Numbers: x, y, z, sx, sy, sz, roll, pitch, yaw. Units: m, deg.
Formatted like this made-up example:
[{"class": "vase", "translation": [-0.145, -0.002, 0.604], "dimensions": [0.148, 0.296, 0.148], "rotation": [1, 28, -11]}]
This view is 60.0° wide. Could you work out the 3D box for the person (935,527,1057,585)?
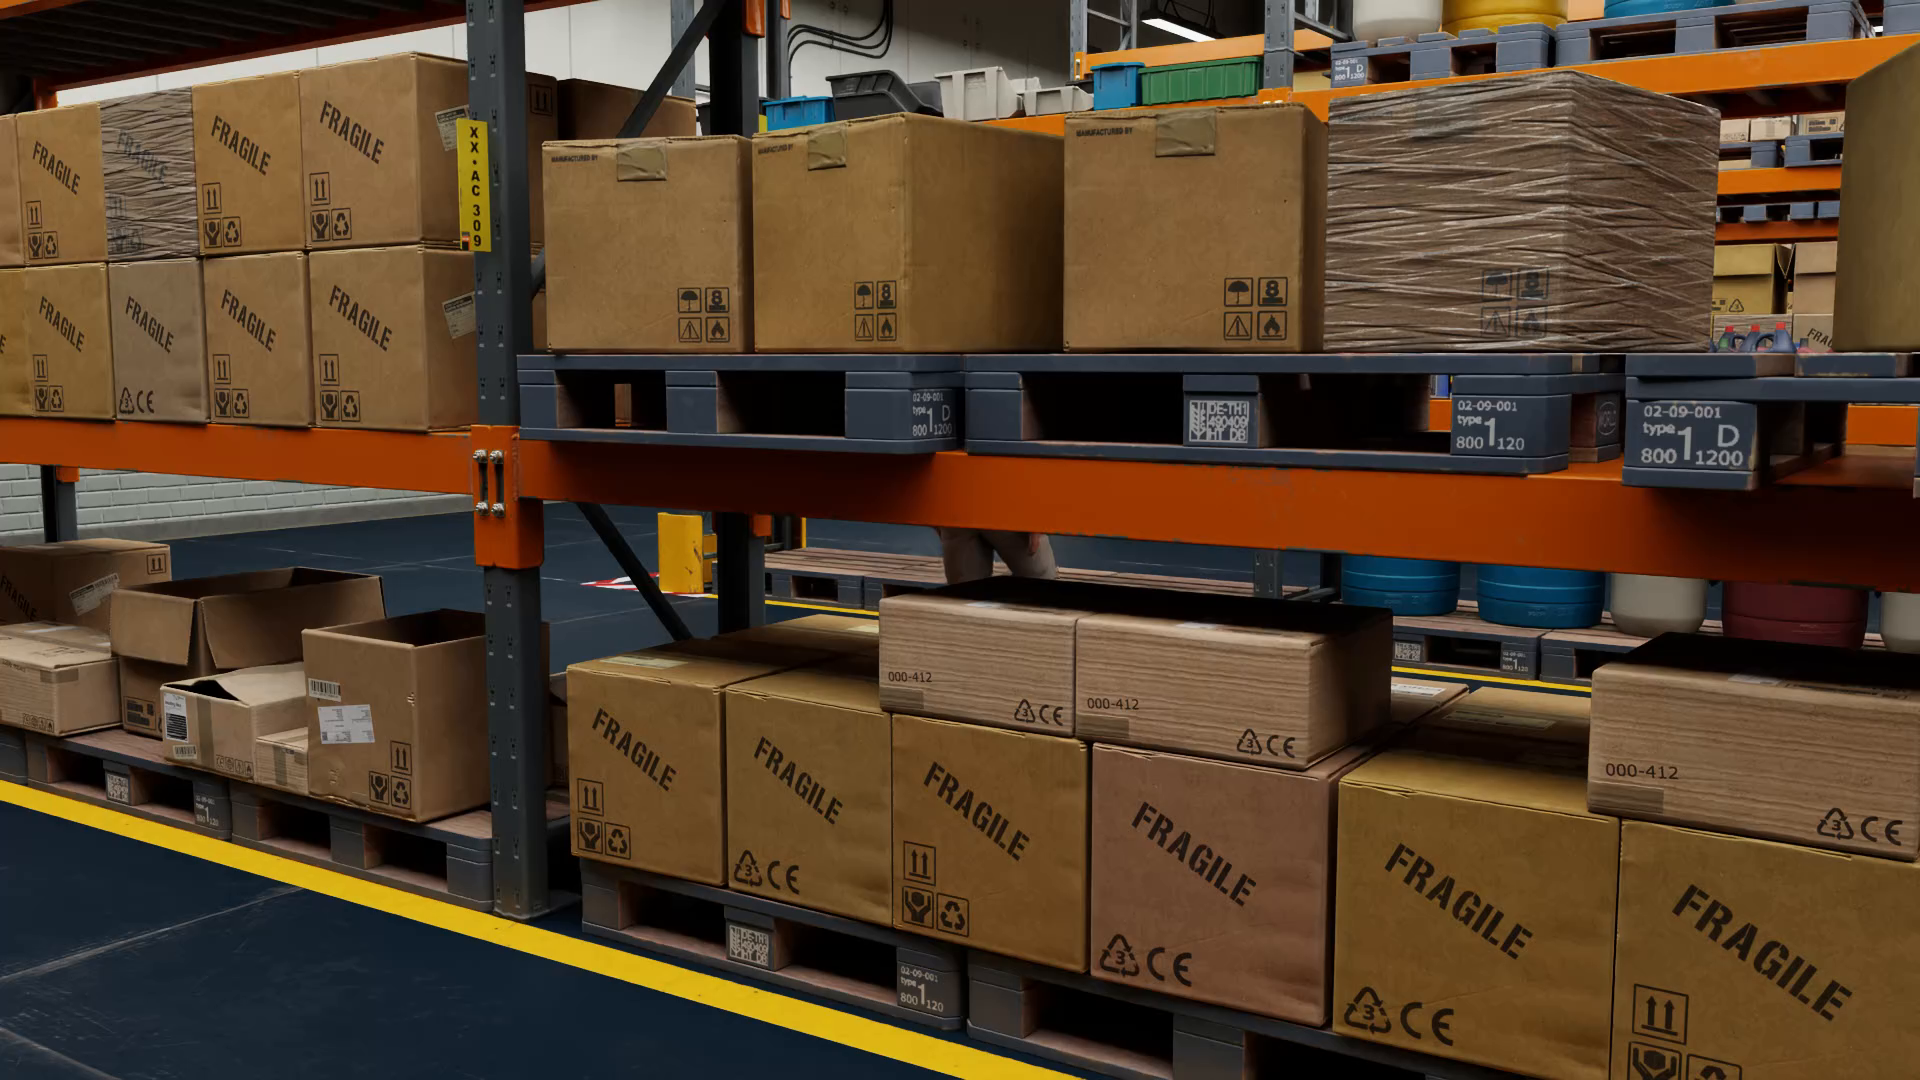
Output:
[{"class": "person", "translation": [0.138, -0.101, 6.893], "dimensions": [0.576, 1.762, 0.435], "rotation": [3, 7, 24]}]
